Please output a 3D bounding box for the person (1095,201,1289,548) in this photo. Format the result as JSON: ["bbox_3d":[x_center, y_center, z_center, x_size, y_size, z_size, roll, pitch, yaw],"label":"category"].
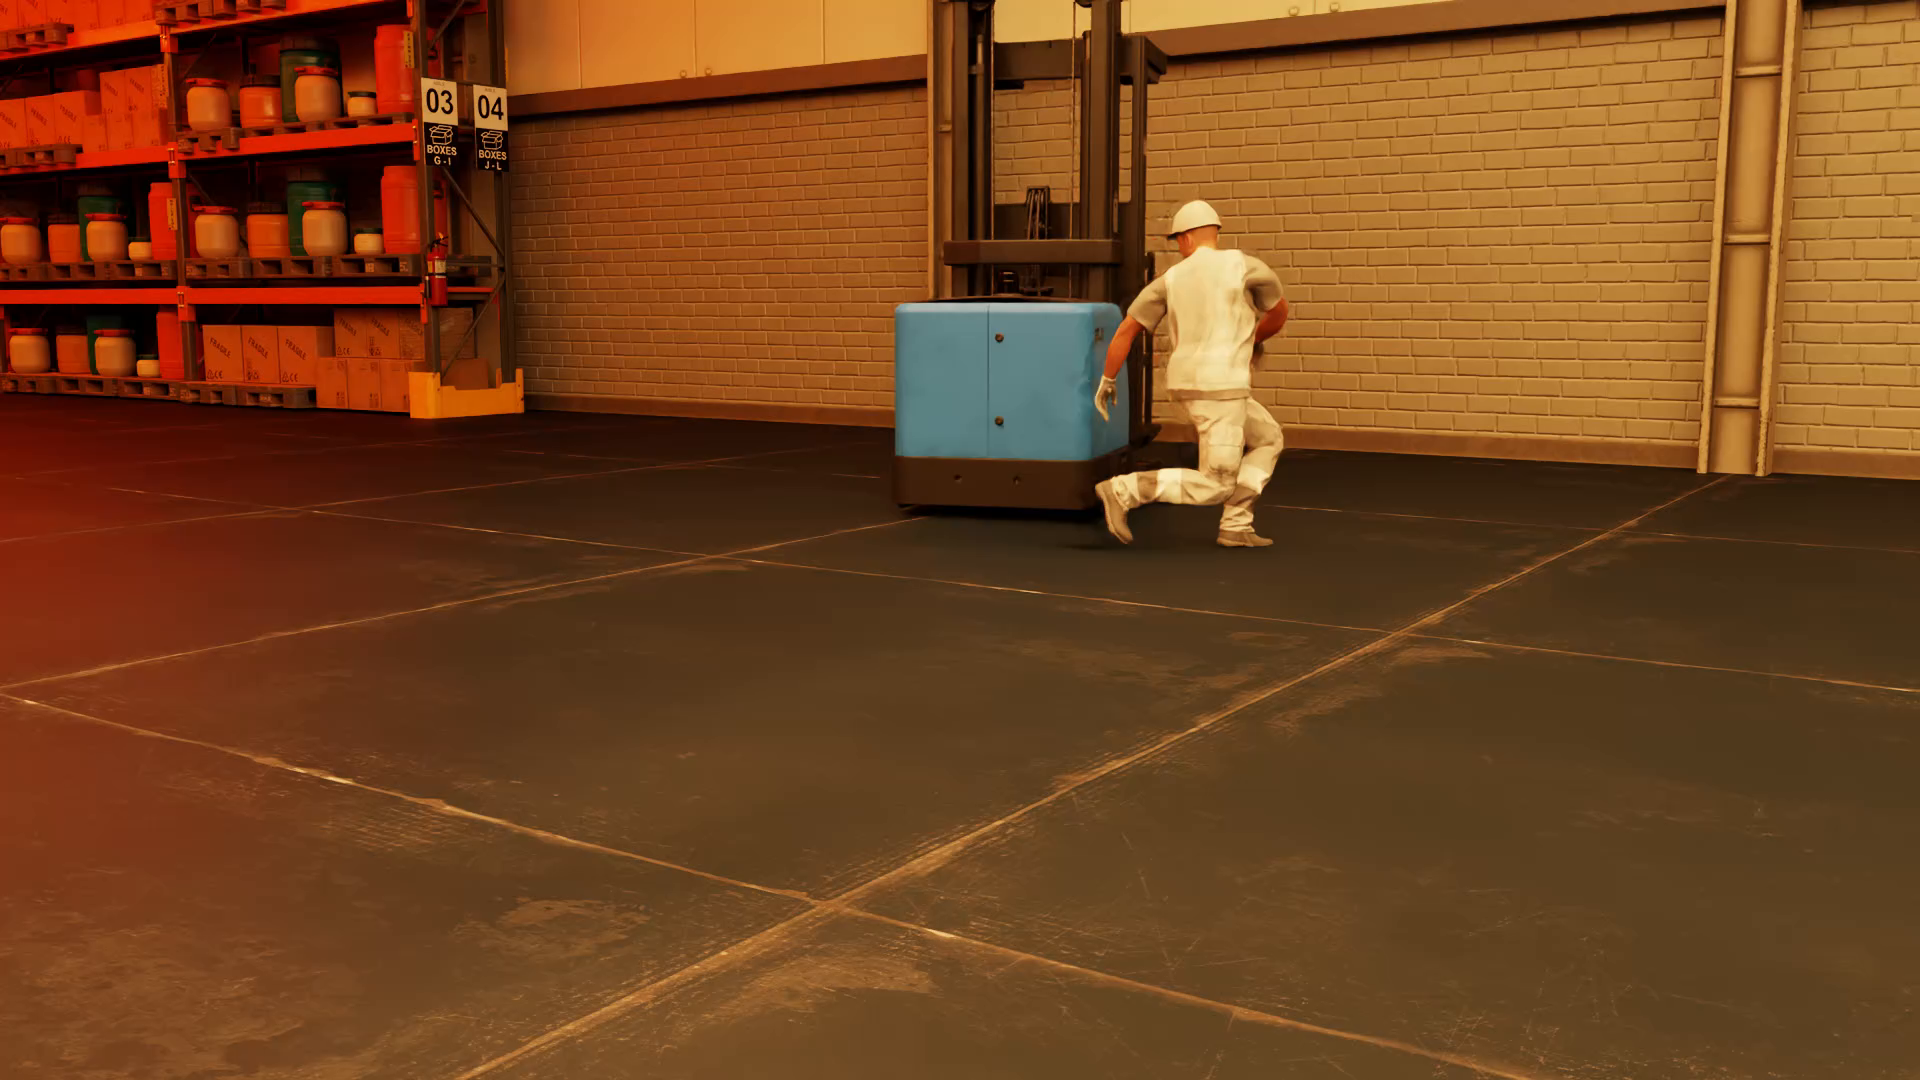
[{"bbox_3d":[1.021,-0.712,7.331,0.931,1.548,0.663,-4,9,-26],"label":"person"}]

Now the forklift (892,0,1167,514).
[{"bbox_3d":[0.556,-1.748,9.485,1.130,2.935,3.031,2,8,16],"label":"forklift"}]
